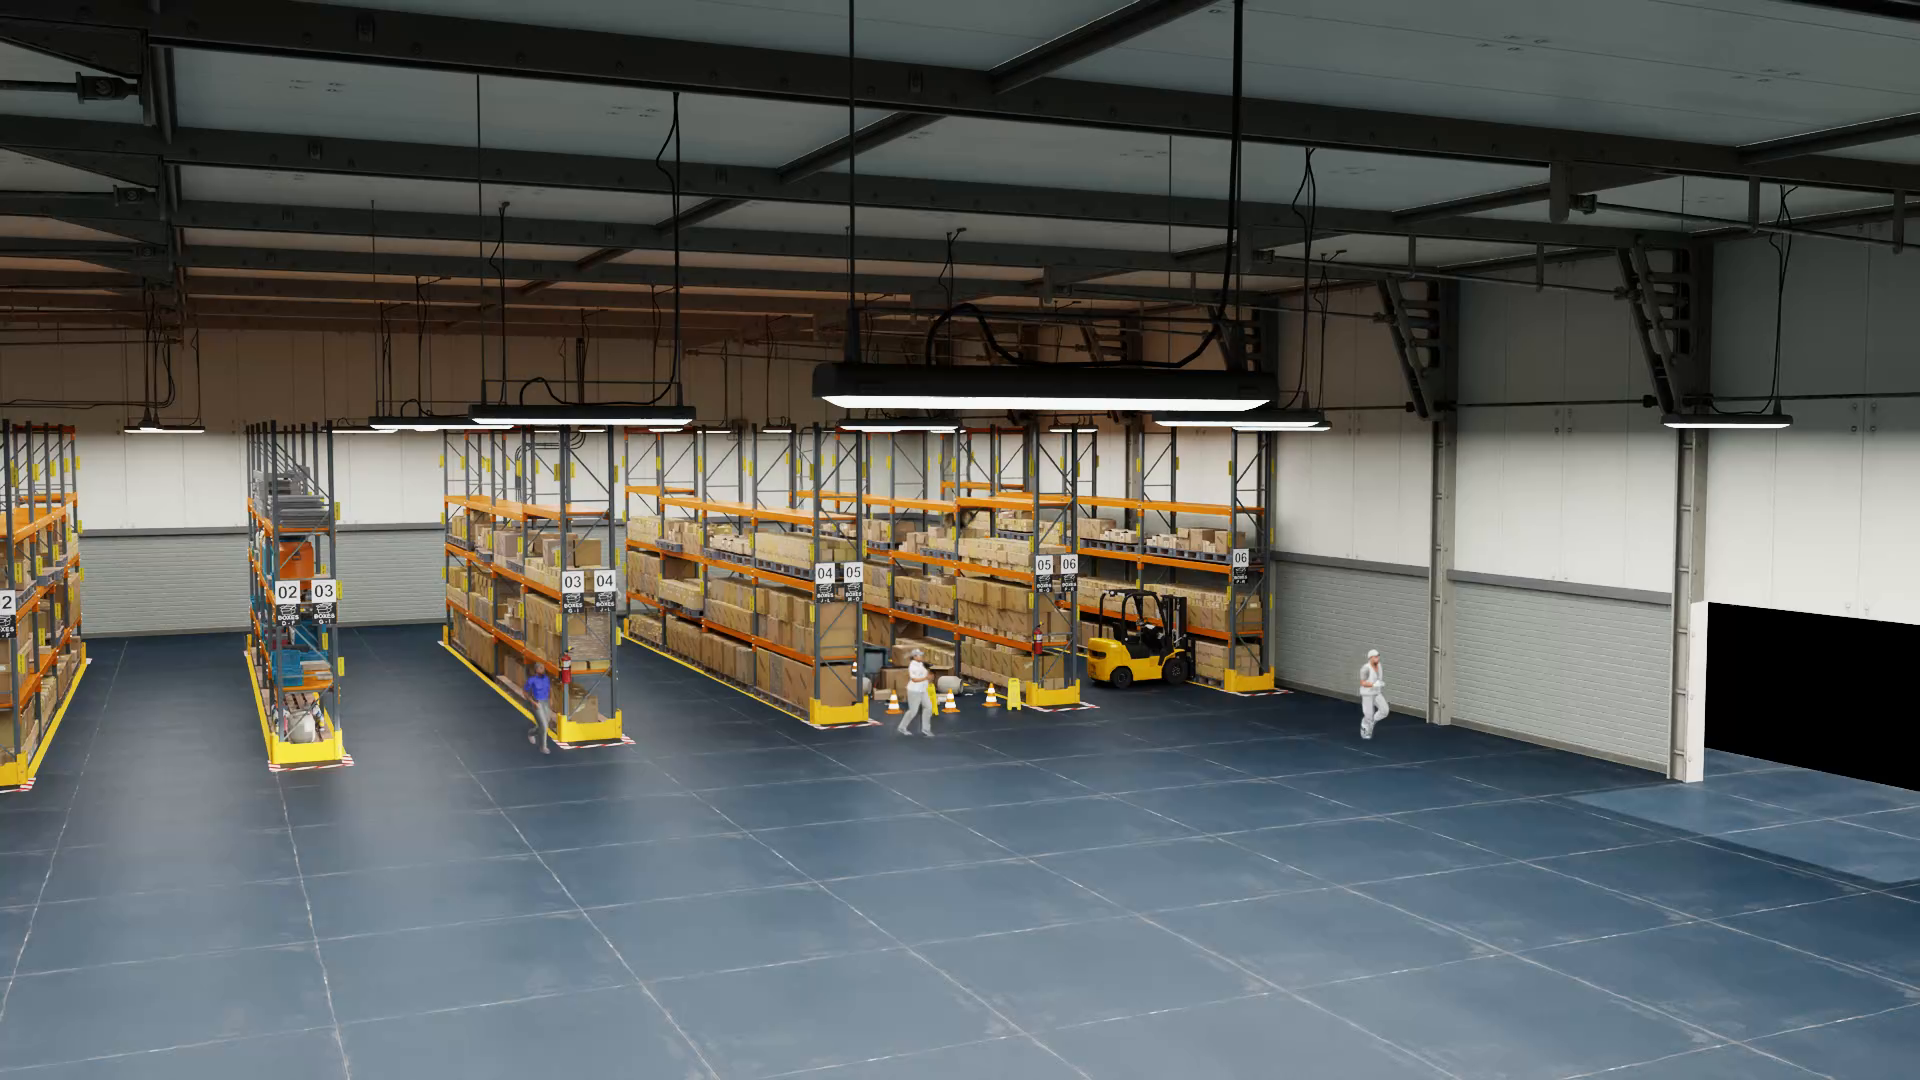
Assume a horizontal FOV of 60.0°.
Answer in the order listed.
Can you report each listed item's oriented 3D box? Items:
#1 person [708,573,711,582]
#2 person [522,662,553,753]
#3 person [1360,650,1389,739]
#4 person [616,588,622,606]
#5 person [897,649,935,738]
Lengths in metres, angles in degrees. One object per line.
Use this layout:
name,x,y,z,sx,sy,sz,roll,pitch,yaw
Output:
person,-7.304,1.857,47.934,0.727,1.866,0.808,-2,4,-33
person,-7.680,3.035,30.237,0.717,1.643,0.592,3,4,36
person,7.738,2.896,31.058,0.704,1.724,0.726,-2,4,-31
person,-10.165,1.923,48.241,0.607,1.609,0.700,2,4,31
person,-0.826,2.918,31.547,0.722,1.719,0.587,1,4,17
